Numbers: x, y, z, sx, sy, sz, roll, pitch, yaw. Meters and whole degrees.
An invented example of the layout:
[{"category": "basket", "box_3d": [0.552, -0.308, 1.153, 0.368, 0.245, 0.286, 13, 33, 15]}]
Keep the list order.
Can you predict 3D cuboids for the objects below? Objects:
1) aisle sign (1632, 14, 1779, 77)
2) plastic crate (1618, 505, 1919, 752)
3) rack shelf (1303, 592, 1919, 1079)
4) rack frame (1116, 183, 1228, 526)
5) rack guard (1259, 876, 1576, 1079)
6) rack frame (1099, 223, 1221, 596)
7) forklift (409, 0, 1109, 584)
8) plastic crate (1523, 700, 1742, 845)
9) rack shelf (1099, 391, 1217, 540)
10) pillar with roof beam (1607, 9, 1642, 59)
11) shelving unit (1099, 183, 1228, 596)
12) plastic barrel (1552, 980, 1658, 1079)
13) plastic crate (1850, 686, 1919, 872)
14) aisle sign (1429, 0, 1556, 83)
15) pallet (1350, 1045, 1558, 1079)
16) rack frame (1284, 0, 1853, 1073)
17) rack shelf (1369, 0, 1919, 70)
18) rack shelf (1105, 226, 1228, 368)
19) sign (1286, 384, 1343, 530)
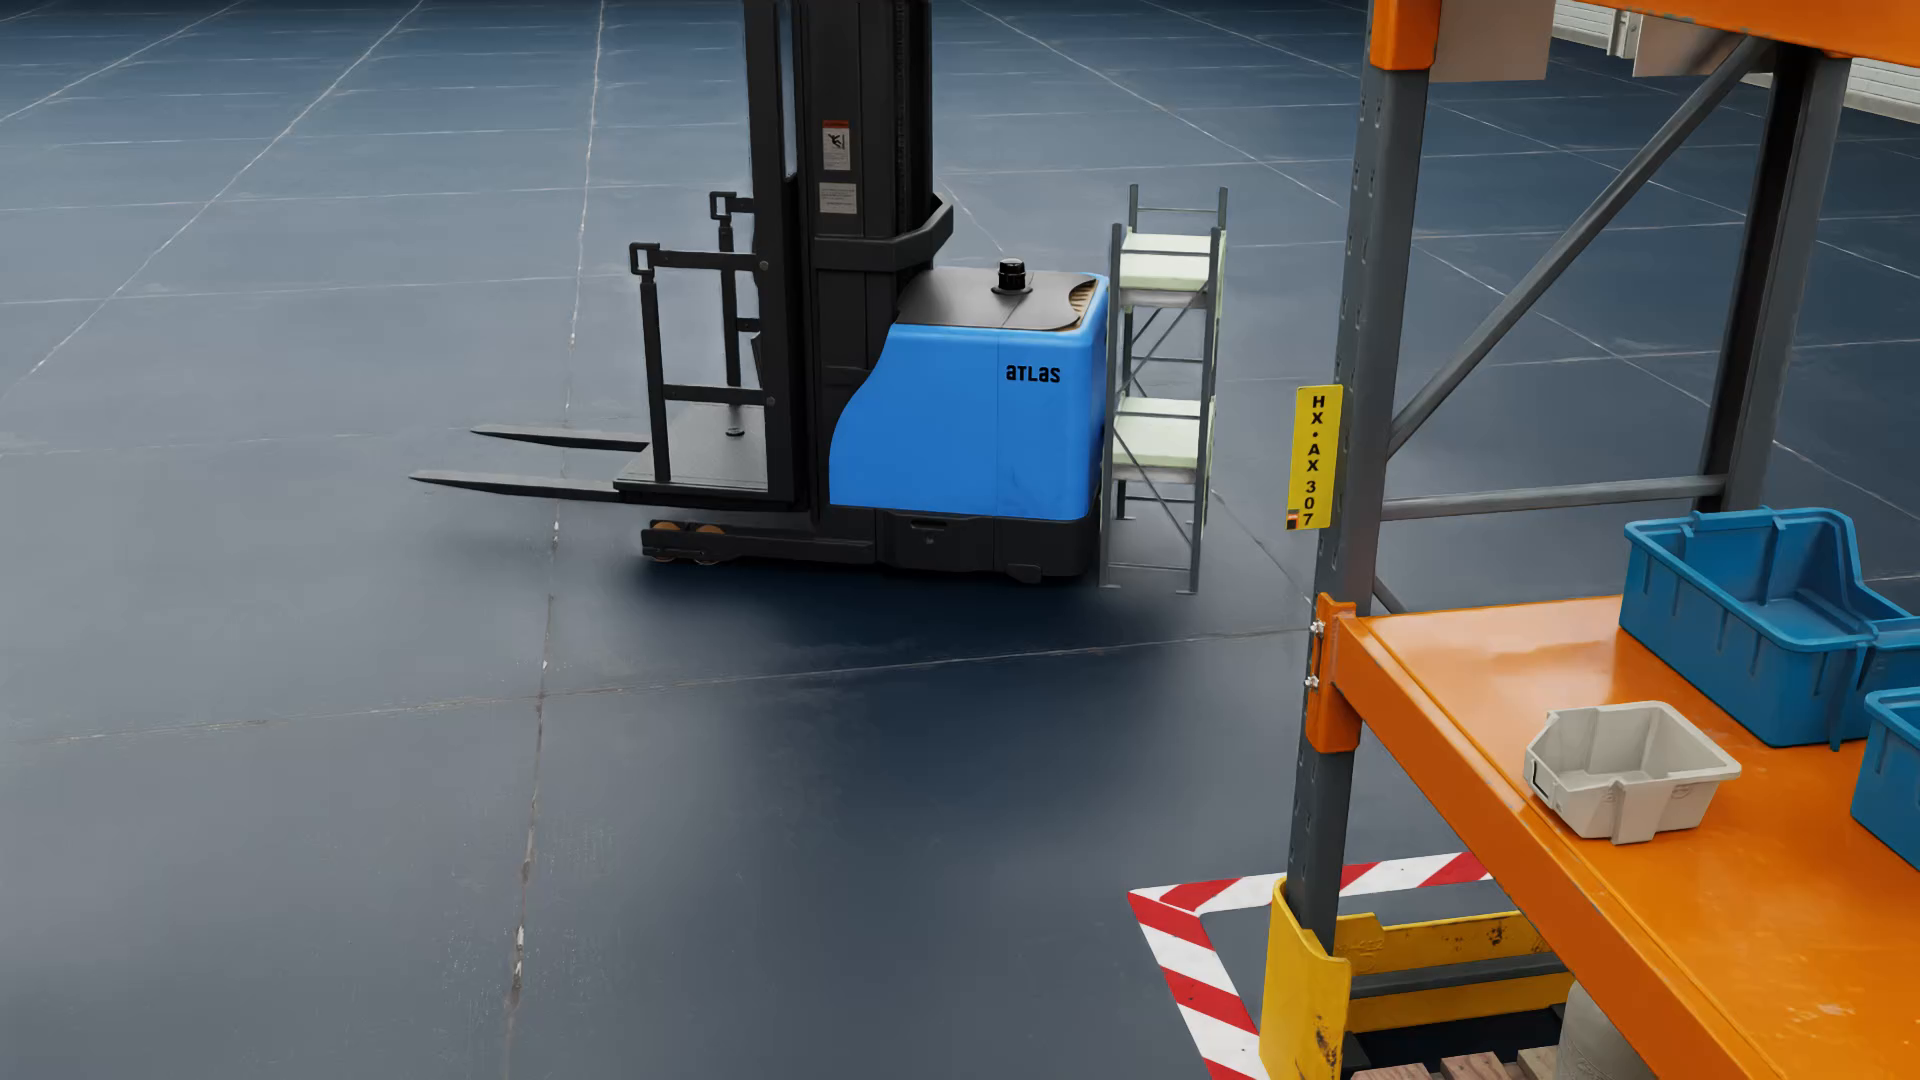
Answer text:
[{"category": "aisle sign", "box_3d": [1.577, -1.328, 3.295, 0.394, 0.787, 0.004, -4, 24, -10]}, {"category": "plastic crate", "box_3d": [1.685, 0.157, 3.330, 0.499, 0.251, 0.616, -4, 24, -10]}, {"category": "rack shelf", "box_3d": [1.668, 1.030, 2.043, 1.077, 0.370, 4.000, -4, 24, -10]}, {"category": "rack frame", "box_3d": [0.900, -0.769, 7.137, 0.400, 1.500, 0.023, 4, 24, 10]}, {"category": "rack guard", "box_3d": [1.359, 1.086, 4.140, 1.175, 0.500, 0.348, -4, 24, -10]}, {"category": "rack frame", "box_3d": [0.767, -0.481, 6.477, 0.400, 1.500, 0.023, 4, 24, 10]}, {"category": "forklift", "box_3d": [-0.885, -1.437, 6.879, 3.031, 2.935, 1.130, 4, 24, 10]}, {"category": "plastic crate", "box_3d": [1.148, 0.410, 2.892, 0.298, 0.136, 0.250, -4, 24, -10]}, {"category": "rack shelf", "box_3d": [0.833, -0.326, 6.938, 0.431, 0.370, 0.720, 4, 24, 10]}, {"category": "pillar with roof beam", "box_3d": [4.455, -10.119, 19.176, 9.100, 9.000, 0.400, -4, 24, -10]}, {"category": "shelving unit", "box_3d": [0.833, -0.625, 6.807, 0.431, 1.500, 0.755, 4, 24, 10]}, {"category": "plastic barrel", "box_3d": [1.495, 1.115, 3.534, 0.421, 0.512, 0.421, 0, 24, 0]}, {"category": "plastic crate", "box_3d": [1.799, 0.412, 2.744, 0.499, 0.251, 0.408, -4, 24, -10]}, {"category": "aisle sign", "box_3d": [0.997, -1.284, 3.195, 0.394, 0.787, 0.004, -4, 24, -10]}, {"category": "pallet", "box_3d": [1.504, 1.538, 3.465, 1.003, 0.211, 1.213, -4, 24, -10]}, {"category": "rack frame", "box_3d": [1.298, -0.086, 3.700, 1.000, 3.000, 0.127, -4, 24, -10]}, {"category": "rack shelf", "box_3d": [1.668, -0.345, 1.442, 1.077, 0.370, 4.000, -4, 24, -10]}, {"category": "rack shelf", "box_3d": [0.833, -0.983, 6.651, 0.431, 0.370, 0.720, 4, 24, 10]}, {"category": "sign", "box_3d": [0.757, -0.174, 3.555, 0.100, 0.325, 0.005, -4, 24, -10]}]
